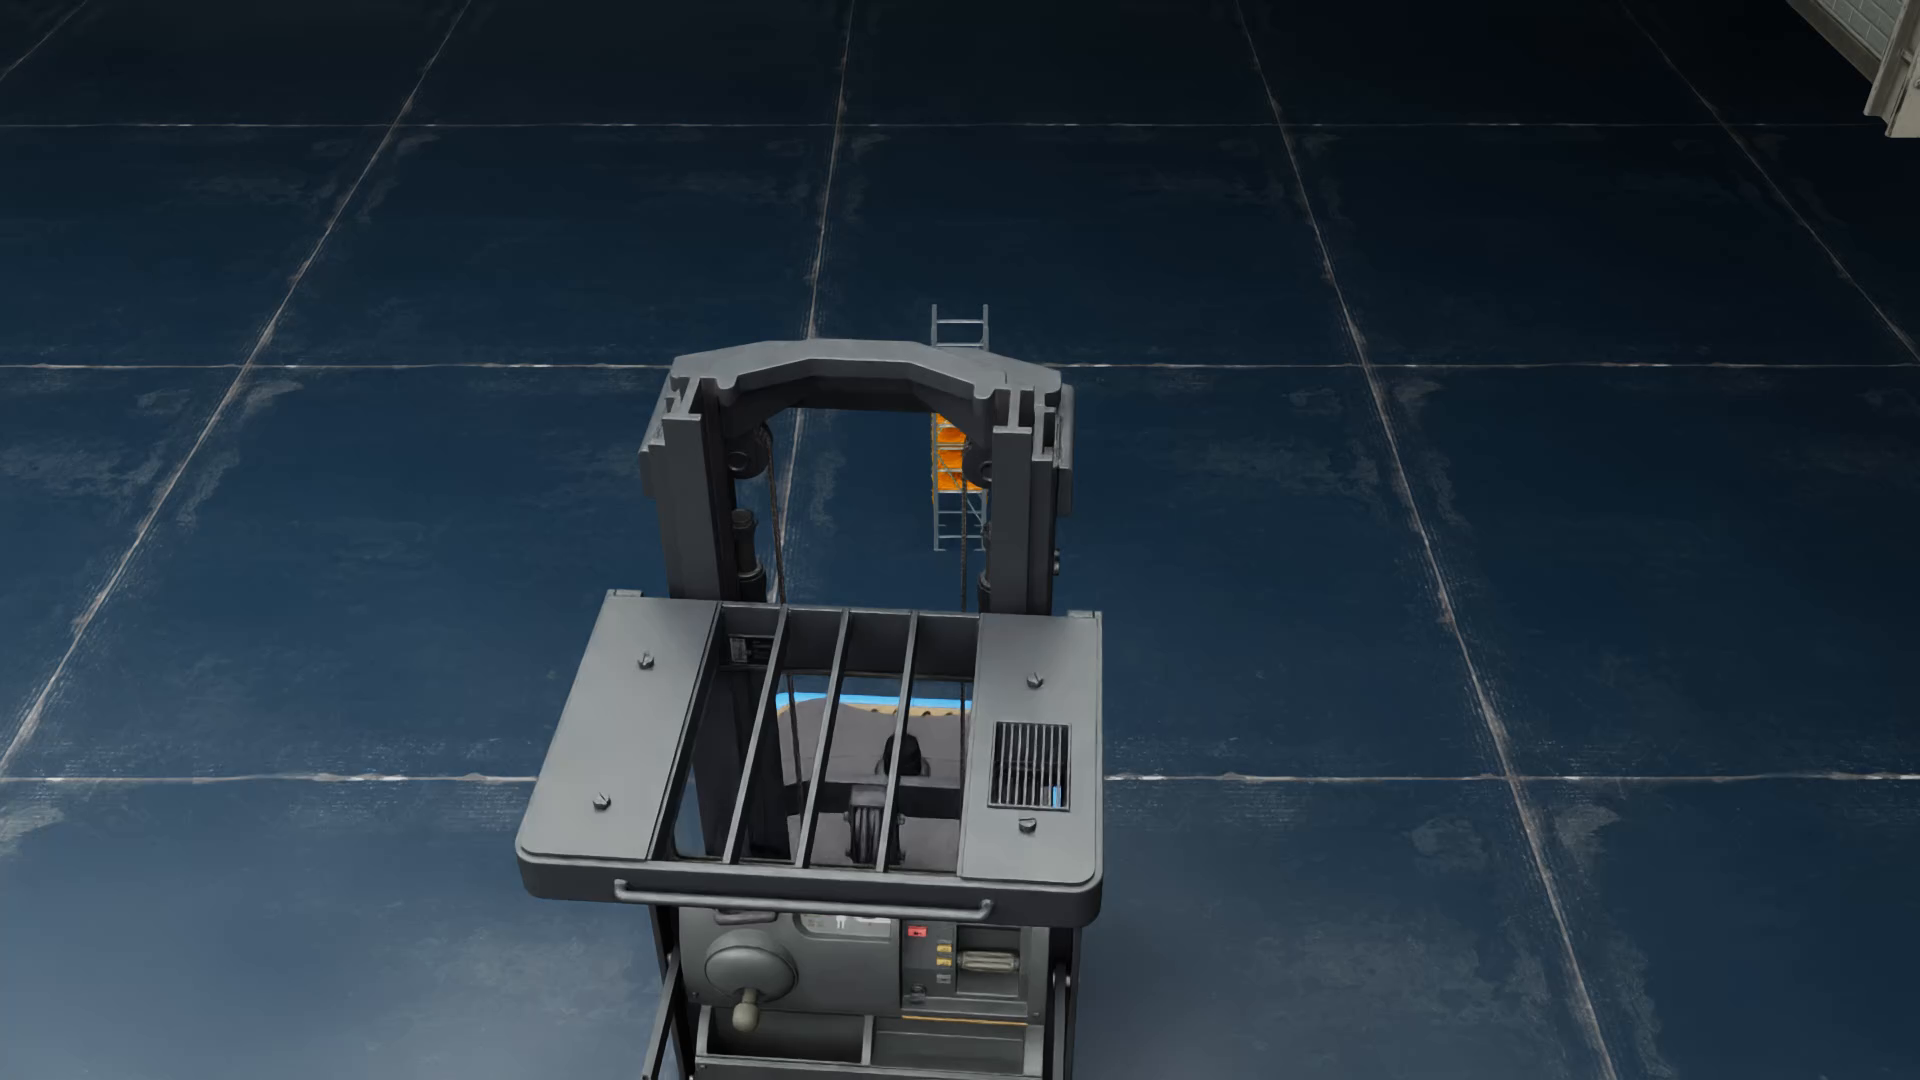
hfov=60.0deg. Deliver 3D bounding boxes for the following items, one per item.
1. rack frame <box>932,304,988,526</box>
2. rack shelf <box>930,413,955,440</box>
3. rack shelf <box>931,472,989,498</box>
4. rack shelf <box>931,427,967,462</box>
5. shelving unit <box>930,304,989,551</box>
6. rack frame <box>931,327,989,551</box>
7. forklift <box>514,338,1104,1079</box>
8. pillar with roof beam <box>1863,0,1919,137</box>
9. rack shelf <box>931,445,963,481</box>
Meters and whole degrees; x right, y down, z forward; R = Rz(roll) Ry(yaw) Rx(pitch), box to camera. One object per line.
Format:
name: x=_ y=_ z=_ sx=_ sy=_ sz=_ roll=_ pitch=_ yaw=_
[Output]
rack frame: x=0.000 y=-0.534 z=7.457 sx=0.240 sy=1.200 sz=0.006 roll=0 pitch=39 yaw=0
rack shelf: x=0.000 y=-0.536 z=7.339 sx=0.258 sy=0.103 sz=0.180 roll=0 pitch=39 yaw=0
rack shelf: x=0.000 y=-0.255 z=7.564 sx=0.258 sy=0.103 sz=0.180 roll=0 pitch=39 yaw=0
rack shelf: x=0.000 y=-0.443 z=7.414 sx=0.258 sy=0.103 sz=0.180 roll=0 pitch=39 yaw=0
shelving unit: x=0.000 y=-0.477 z=7.386 sx=0.258 sy=1.200 sz=0.189 roll=0 pitch=39 yaw=0
rack frame: x=0.000 y=-0.420 z=7.315 sx=0.240 sy=1.200 sz=0.006 roll=0 pitch=39 yaw=0
forklift: x=-0.253 y=1.121 z=4.007 sx=1.130 sy=2.935 sz=3.031 roll=2 pitch=39 yaw=3
pillar with roof beam: x=2.045 y=-6.322 z=8.443 sx=9.100 sy=9.000 sz=0.400 roll=0 pitch=39 yaw=0
rack shelf: x=0.000 y=-0.349 z=7.489 sx=0.258 sy=0.103 sz=0.180 roll=0 pitch=39 yaw=0
